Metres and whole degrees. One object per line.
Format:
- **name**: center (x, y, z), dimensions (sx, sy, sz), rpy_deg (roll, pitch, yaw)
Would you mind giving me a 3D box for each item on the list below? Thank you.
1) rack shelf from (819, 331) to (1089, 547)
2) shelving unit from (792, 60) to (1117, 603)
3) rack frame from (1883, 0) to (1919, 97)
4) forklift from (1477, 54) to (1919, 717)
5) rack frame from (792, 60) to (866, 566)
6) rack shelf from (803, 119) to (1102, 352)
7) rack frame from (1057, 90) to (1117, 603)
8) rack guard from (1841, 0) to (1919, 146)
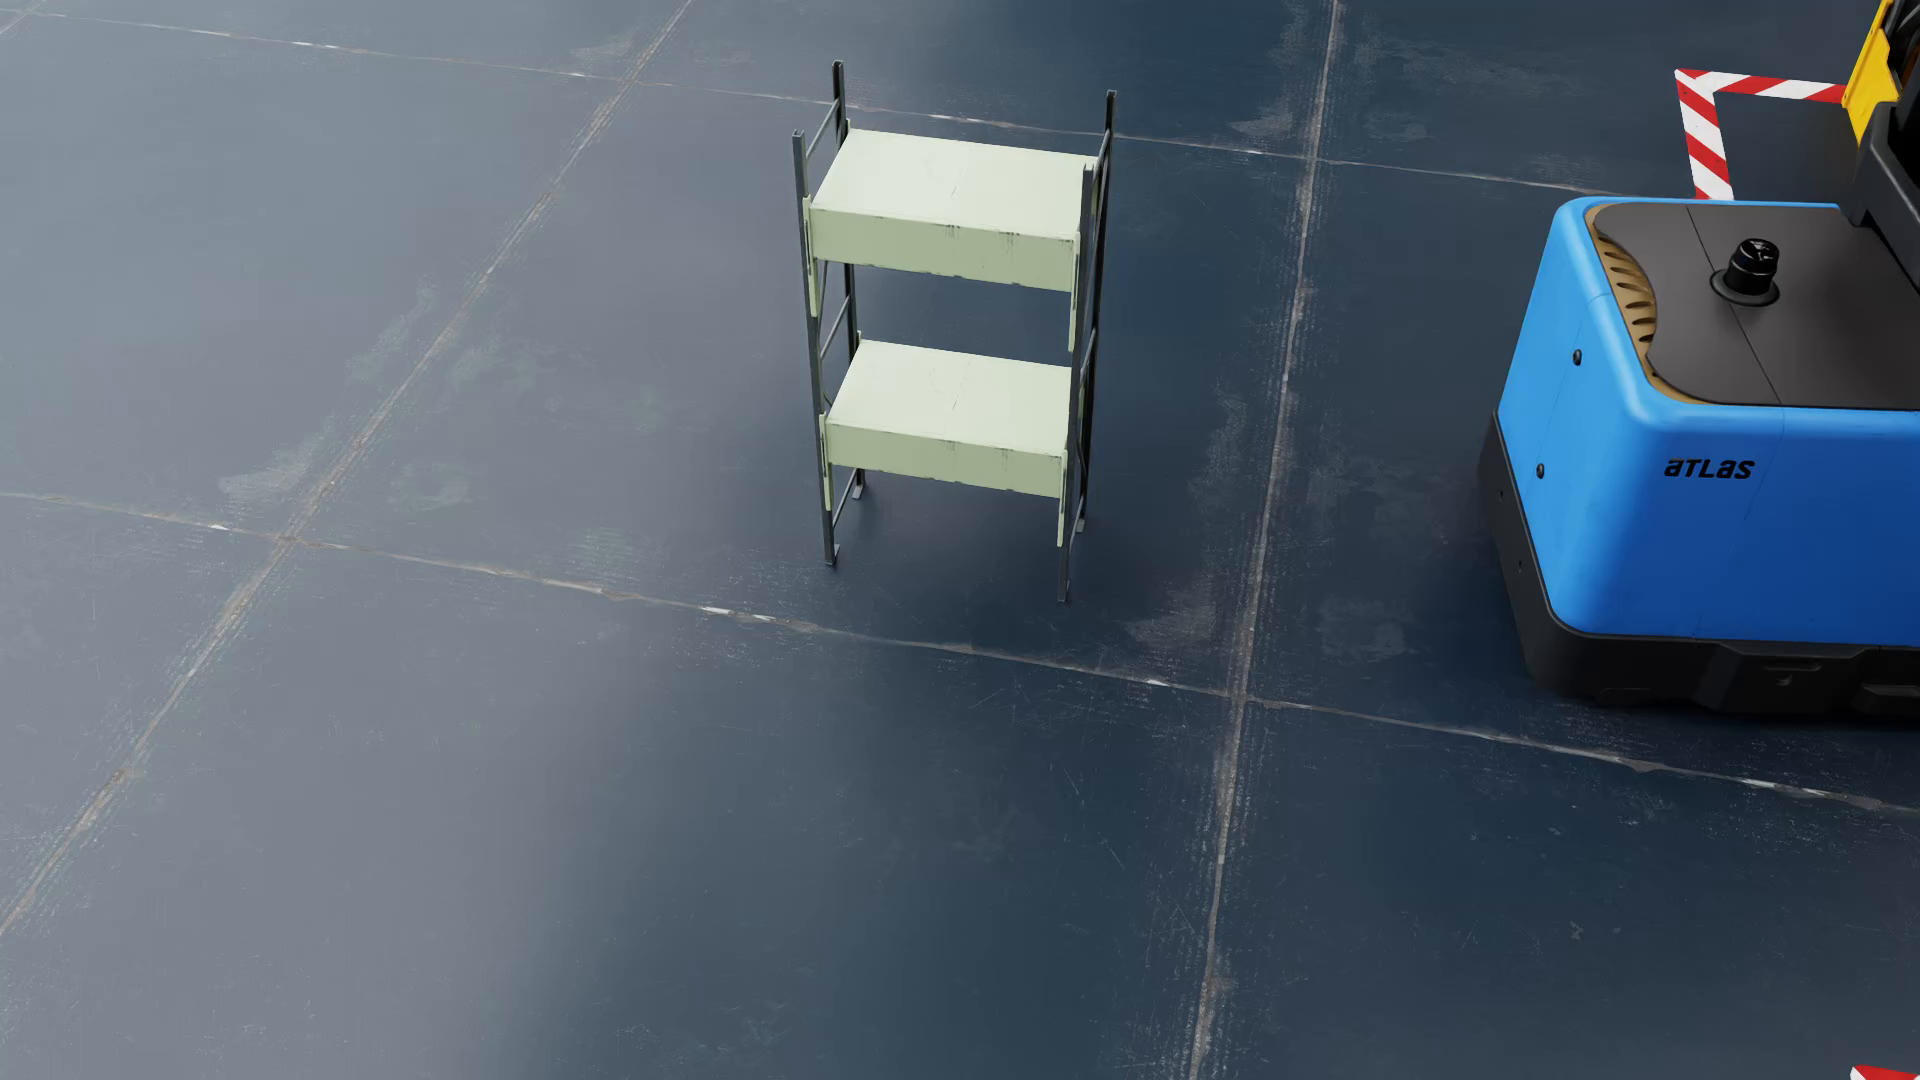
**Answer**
- **rack shelf**: center (-0.007, -0.306, 4.957), dimensions (0.720, 0.370, 0.431), rpy_deg (9, 45, 9)
- **shelving unit**: center (-0.007, -0.541, 4.731), dimensions (0.755, 1.500, 0.431), rpy_deg (9, 45, 9)
- **rack frame**: center (3.814, -2.622, 5.812), dimensions (0.127, 3.000, 1.000), rpy_deg (9, 45, 9)
- **forklift**: center (3.162, -0.877, 4.047), dimensions (3.031, 2.935, 1.130), rpy_deg (2, 44, 2)
- **rack frame**: center (-0.364, -0.597, 4.789), dimensions (0.023, 1.500, 0.400), rpy_deg (9, 45, 9)
- **rack shelf**: center (-0.007, -0.823, 4.460), dimensions (0.720, 0.370, 0.431), rpy_deg (9, 45, 9)
- **rack frame**: center (0.351, -0.486, 4.673), dimensions (0.023, 1.500, 0.400), rpy_deg (9, 45, 9)
- **rack guard**: center (3.888, -1.710, 6.666), dimensions (0.348, 0.500, 1.175), rpy_deg (9, 45, 9)
